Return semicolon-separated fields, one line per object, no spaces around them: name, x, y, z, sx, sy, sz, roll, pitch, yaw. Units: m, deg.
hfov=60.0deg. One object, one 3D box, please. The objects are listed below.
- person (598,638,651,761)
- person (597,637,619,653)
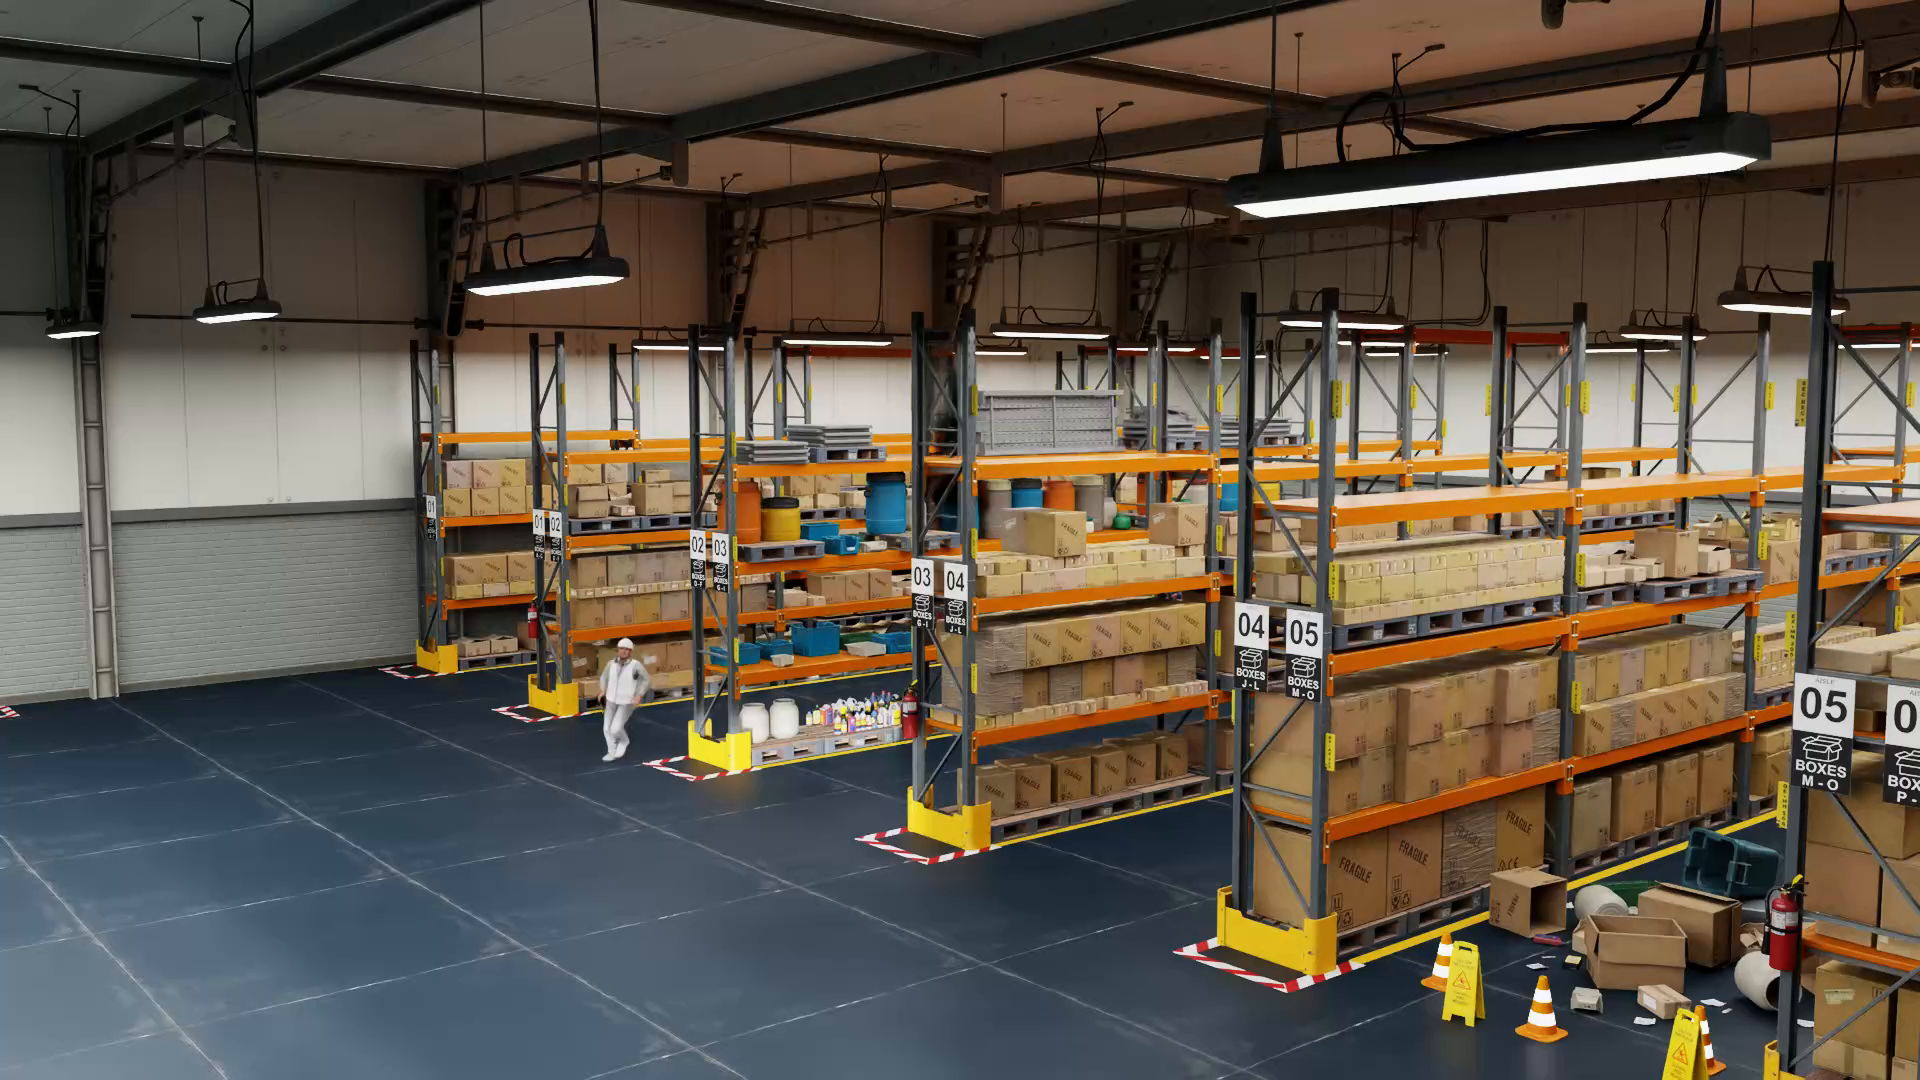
person;-4.648;2.205;22.799;0.715;1.719;0.531;2;6;17
person;-6.097;1.595;29.191;0.687;1.712;0.714;5;7;42
